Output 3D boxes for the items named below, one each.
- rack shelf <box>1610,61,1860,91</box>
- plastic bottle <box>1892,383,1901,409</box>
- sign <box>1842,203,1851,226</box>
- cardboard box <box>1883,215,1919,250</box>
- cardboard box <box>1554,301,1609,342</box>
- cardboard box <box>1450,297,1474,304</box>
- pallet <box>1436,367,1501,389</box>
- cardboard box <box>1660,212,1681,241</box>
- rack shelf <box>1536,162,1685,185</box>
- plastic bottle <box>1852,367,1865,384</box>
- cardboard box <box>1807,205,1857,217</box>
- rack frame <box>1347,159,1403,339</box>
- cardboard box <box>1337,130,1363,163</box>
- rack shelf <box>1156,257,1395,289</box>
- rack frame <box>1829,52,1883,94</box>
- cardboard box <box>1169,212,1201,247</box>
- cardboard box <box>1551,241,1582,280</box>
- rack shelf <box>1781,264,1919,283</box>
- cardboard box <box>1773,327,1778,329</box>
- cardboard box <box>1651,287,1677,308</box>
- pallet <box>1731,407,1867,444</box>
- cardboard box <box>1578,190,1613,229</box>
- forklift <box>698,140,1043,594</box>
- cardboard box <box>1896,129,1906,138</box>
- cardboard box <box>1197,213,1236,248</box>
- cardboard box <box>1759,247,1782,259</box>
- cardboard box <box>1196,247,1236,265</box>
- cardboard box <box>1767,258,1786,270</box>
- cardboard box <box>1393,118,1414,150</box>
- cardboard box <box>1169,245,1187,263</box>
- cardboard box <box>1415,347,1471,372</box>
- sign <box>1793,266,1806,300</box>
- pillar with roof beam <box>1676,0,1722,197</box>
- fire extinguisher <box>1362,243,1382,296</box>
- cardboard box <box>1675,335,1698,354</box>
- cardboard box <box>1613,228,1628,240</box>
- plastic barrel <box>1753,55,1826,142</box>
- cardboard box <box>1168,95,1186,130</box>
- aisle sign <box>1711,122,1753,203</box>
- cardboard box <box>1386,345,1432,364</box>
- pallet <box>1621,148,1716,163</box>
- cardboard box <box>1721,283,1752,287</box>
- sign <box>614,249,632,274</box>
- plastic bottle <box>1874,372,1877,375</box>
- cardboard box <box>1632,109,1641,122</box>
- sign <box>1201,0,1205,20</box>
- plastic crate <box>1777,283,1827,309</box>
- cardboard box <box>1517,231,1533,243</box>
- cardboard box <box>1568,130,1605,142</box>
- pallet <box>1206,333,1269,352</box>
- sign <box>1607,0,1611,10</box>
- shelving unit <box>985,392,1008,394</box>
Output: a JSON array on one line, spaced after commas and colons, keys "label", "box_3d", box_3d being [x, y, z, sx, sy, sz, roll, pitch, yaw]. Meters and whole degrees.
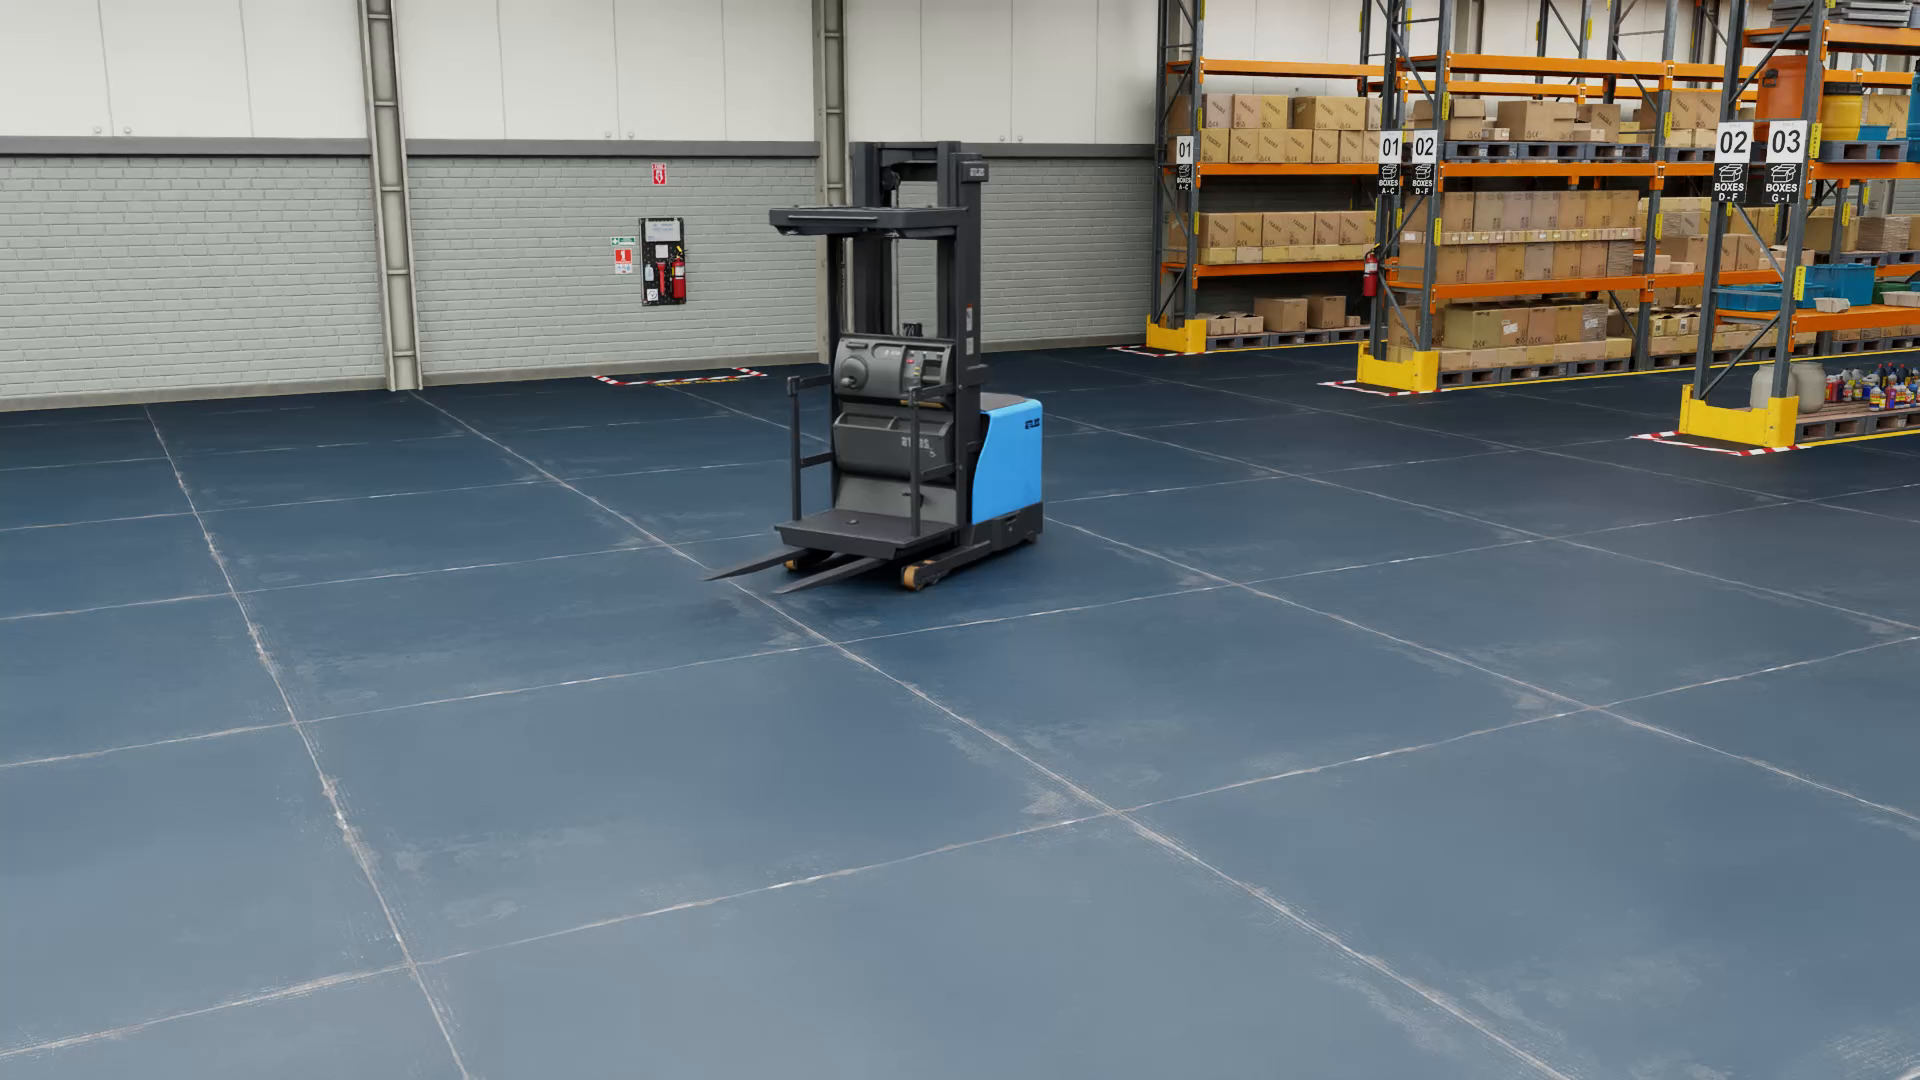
[{"label": "rack shelf", "box_3d": [10.910, -6.468, 23.404, 4.000, 0.370, 1.077, -7, 14, -28]}, {"label": "plastic bottle", "box_3d": [10.055, -1.552, 17.883, 0.097, 0.271, 0.097, 0, 13, 0]}, {"label": "sign", "box_3d": [12.934, -4.756, 24.273, 0.005, 0.325, 0.100, -7, 14, -28]}, {"label": "cardboard box", "box_3d": [14.655, -4.775, 25.808, 0.500, 0.500, 0.700, -12, 17, -42]}, {"label": "cardboard box", "box_3d": [8.408, -2.965, 22.550, 0.500, 0.500, 0.500, -7, 14, -28]}, {"label": "cardboard box", "box_3d": [8.313, -4.017, 28.318, 0.500, 0.500, 0.700, -7, 14, -27]}, {"label": "pallet", "box_3d": [6.295, -2.184, 21.834, 1.213, 0.211, 1.003, -7, 14, -28]}, {"label": "cardboard box", "box_3d": [12.627, -5.673, 30.032, 0.500, 0.500, 0.500, -7, 14, -28]}, {"label": "rack shelf", "box_3d": [12.044, -6.575, 29.799, 4.000, 0.370, 1.077, -7, 14, -28]}, {"label": "plastic bottle", "box_3d": [10.079, -1.775, 18.695, 0.185, 0.351, 0.144, -7, 14, -28]}, {"label": "cardboard box", "box_3d": [16.868, -6.184, 32.574, 0.700, 0.700, 0.980, -6, 14, -25]}, {"label": "rack frame", "box_3d": [6.778, -4.831, 27.245, 0.127, 3.000, 1.000, -7, 14, -28]}, {"label": "cardboard box", "box_3d": [6.003, -6.202, 26.229, 0.500, 0.500, 0.500, -8, 15, -33]}, {"label": "rack shelf", "box_3d": [5.022, -4.270, 26.389, 4.000, 0.370, 1.077, -7, 14, -28]}, {"label": "rack frame", "box_3d": [17.311, -9.020, 32.196, 0.127, 3.000, 1.000, -7, 14, -28]}, {"label": "cardboard box", "box_3d": [3.579, -4.803, 25.709, 0.500, 0.500, 0.500, -7, 14, -28]}, {"label": "cardboard box", "box_3d": [7.866, -3.769, 22.297, 0.500, 0.500, 0.700, -7, 14, -27]}, {"label": "rack shelf", "box_3d": [14.421, -4.157, 25.888, 4.000, 0.370, 1.077, -7, 14, -28]}, {"label": "cardboard box", "box_3d": [11.871, -3.276, 24.364, 0.500, 0.311, 0.500, -7, 14, -29]}, {"label": "cardboard box", "box_3d": [12.513, -4.641, 30.341, 0.750, 0.750, 0.750, -6, 14, -26]}, {"label": "pallet", "box_3d": [8.774, -1.242, 17.648, 1.213, 0.211, 1.003, -7, 14, -28]}, {"label": "cardboard box", "box_3d": [8.325, -4.457, 22.401, 0.500, 0.500, 0.700, -7, 14, -28]}, {"label": "forklift", "box_3d": [-0.577, -1.210, 11.311, 1.130, 2.935, 3.031, 8, 15, 31]}, {"label": "cardboard box", "box_3d": [13.936, -5.971, 25.248, 0.500, 0.500, 0.910, -7, 14, -28]}, {"label": "cardboard box", "box_3d": [3.830, -4.705, 25.273, 0.500, 0.500, 0.500, -7, 14, -28]}, {"label": "cardboard box", "box_3d": [11.788, -4.198, 24.632, 0.500, 0.311, 0.500, -7, 14, -29]}, {"label": "cardboard box", "box_3d": [3.847, -4.337, 25.345, 0.500, 0.250, 0.500, -7, 15, -29]}, {"label": "cardboard box", "box_3d": [12.008, -4.027, 24.245, 0.250, 0.149, 0.380, -7, 14, -28]}, {"label": "cardboard box", "box_3d": [7.296, -6.590, 27.045, 0.500, 0.500, 0.500, -5, 13, -20]}, {"label": "cardboard box", "box_3d": [3.584, -4.434, 25.774, 0.500, 0.250, 0.500, -7, 14, -27]}, {"label": "cardboard box", "box_3d": [6.221, -2.333, 21.451, 0.500, 0.250, 0.500, -7, 14, -28]}, {"label": "sign", "box_3d": [8.273, -2.530, 16.388, 0.005, 0.325, 0.100, -7, 14, -28]}, {"label": "pillar with roof beam", "box_3d": [16.062, -8.010, 27.707, 0.400, 9.000, 9.100, -7, 14, -28]}, {"label": "fire extinguisher", "box_3d": [5.317, -3.496, 21.486, 0.183, 0.674, 0.296, -7, 14, -28]}, {"label": "cardboard box", "box_3d": [10.077, -2.789, 23.475, 0.500, 0.250, 0.500, -6, 14, -26]}, {"label": "cardboard box", "box_3d": [8.801, -4.147, 22.498, 0.250, 0.149, 0.380, -7, 15, -29]}, {"label": "plastic barrel", "box_3d": [8.379, -4.455, 16.805, 0.708, 0.830, 0.600, -7, 14, -28]}, {"label": "cardboard box", "box_3d": [3.520, -6.516, 25.348, 0.500, 0.500, 0.500, -6, 14, -25]}, {"label": "aisle sign", "box_3d": [7.808, -3.819, 16.827, 0.004, 0.787, 0.394, -7, 14, -28]}, {"label": "cardboard box", "box_3d": [5.973, -2.433, 21.894, 0.500, 0.250, 0.500, -7, 14, -28]}, {"label": "pallet", "box_3d": [9.923, -5.342, 23.120, 1.217, 0.209, 0.805, -8, 15, -30]}, {"label": "cardboard box", "box_3d": [14.505, -4.717, 31.474, 0.500, 0.500, 0.700, -7, 14, -27]}, {"label": "sign", "box_3d": [-4.522, -3.746, 22.342, 0.234, 0.329, 0.001, -7, 14, -28]}, {"label": "plastic bottle", "box_3d": [10.340, -1.758, 18.801, 0.097, 0.271, 0.097, 0, 13, 0]}, {"label": "cardboard box", "box_3d": [12.487, -7.637, 29.943, 0.500, 0.250, 0.500, -7, 15, -30]}, {"label": "sign", "box_3d": [3.527, -7.727, 24.140, 0.005, 0.325, 0.100, -7, 14, -28]}, {"label": "plastic crate", "box_3d": [8.882, -2.606, 17.697, 0.408, 0.251, 0.499, -7, 14, -28]}, {"label": "cardboard box", "box_3d": [7.221, -3.957, 21.655, 0.250, 0.149, 0.380, -7, 14, -29]}, {"label": "cardboard box", "box_3d": [8.227, -5.311, 21.843, 0.250, 0.149, 0.380, -7, 14, -28]}, {"label": "pallet", "box_3d": [4.064, -3.137, 26.066, 1.213, 0.211, 1.003, -7, 14, -28]}, {"label": "sign", "box_3d": [8.884, -7.401, 22.694, 0.005, 0.325, 0.100, -7, 14, -28]}, {"label": "shelving unit", "box_3d": [0.217, -0.609, 12.925, 0.215, 1.050, 0.252, 8, 15, 31]}]
